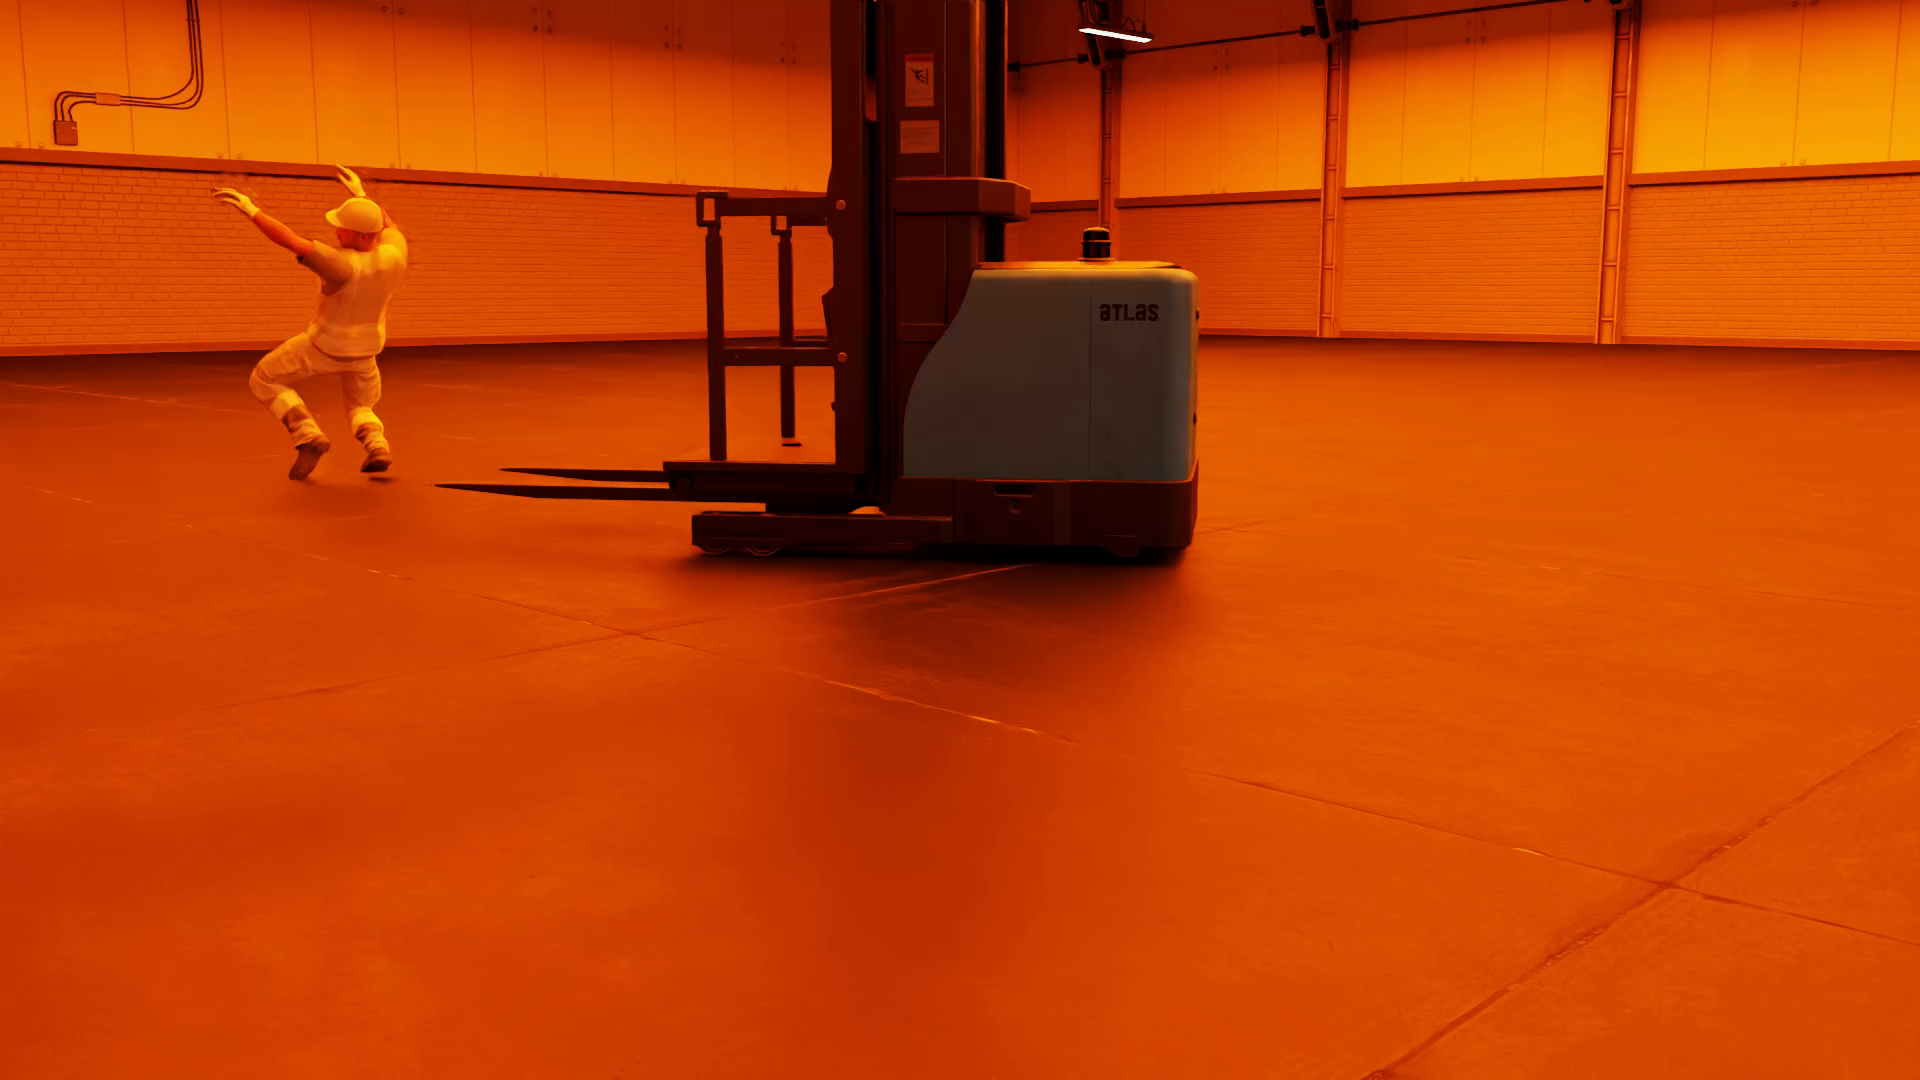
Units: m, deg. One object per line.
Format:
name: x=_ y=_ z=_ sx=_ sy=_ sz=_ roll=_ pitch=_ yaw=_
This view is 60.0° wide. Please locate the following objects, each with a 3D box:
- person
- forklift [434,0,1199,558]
person: x=-3.403 y=-1.134 z=8.694 sx=0.822 sy=1.683 sz=1.087 roll=7 pitch=11 yaw=37
forklift: x=-0.572 y=-1.462 z=6.584 sx=3.031 sy=2.935 sz=1.130 roll=1 pitch=9 yaw=10
